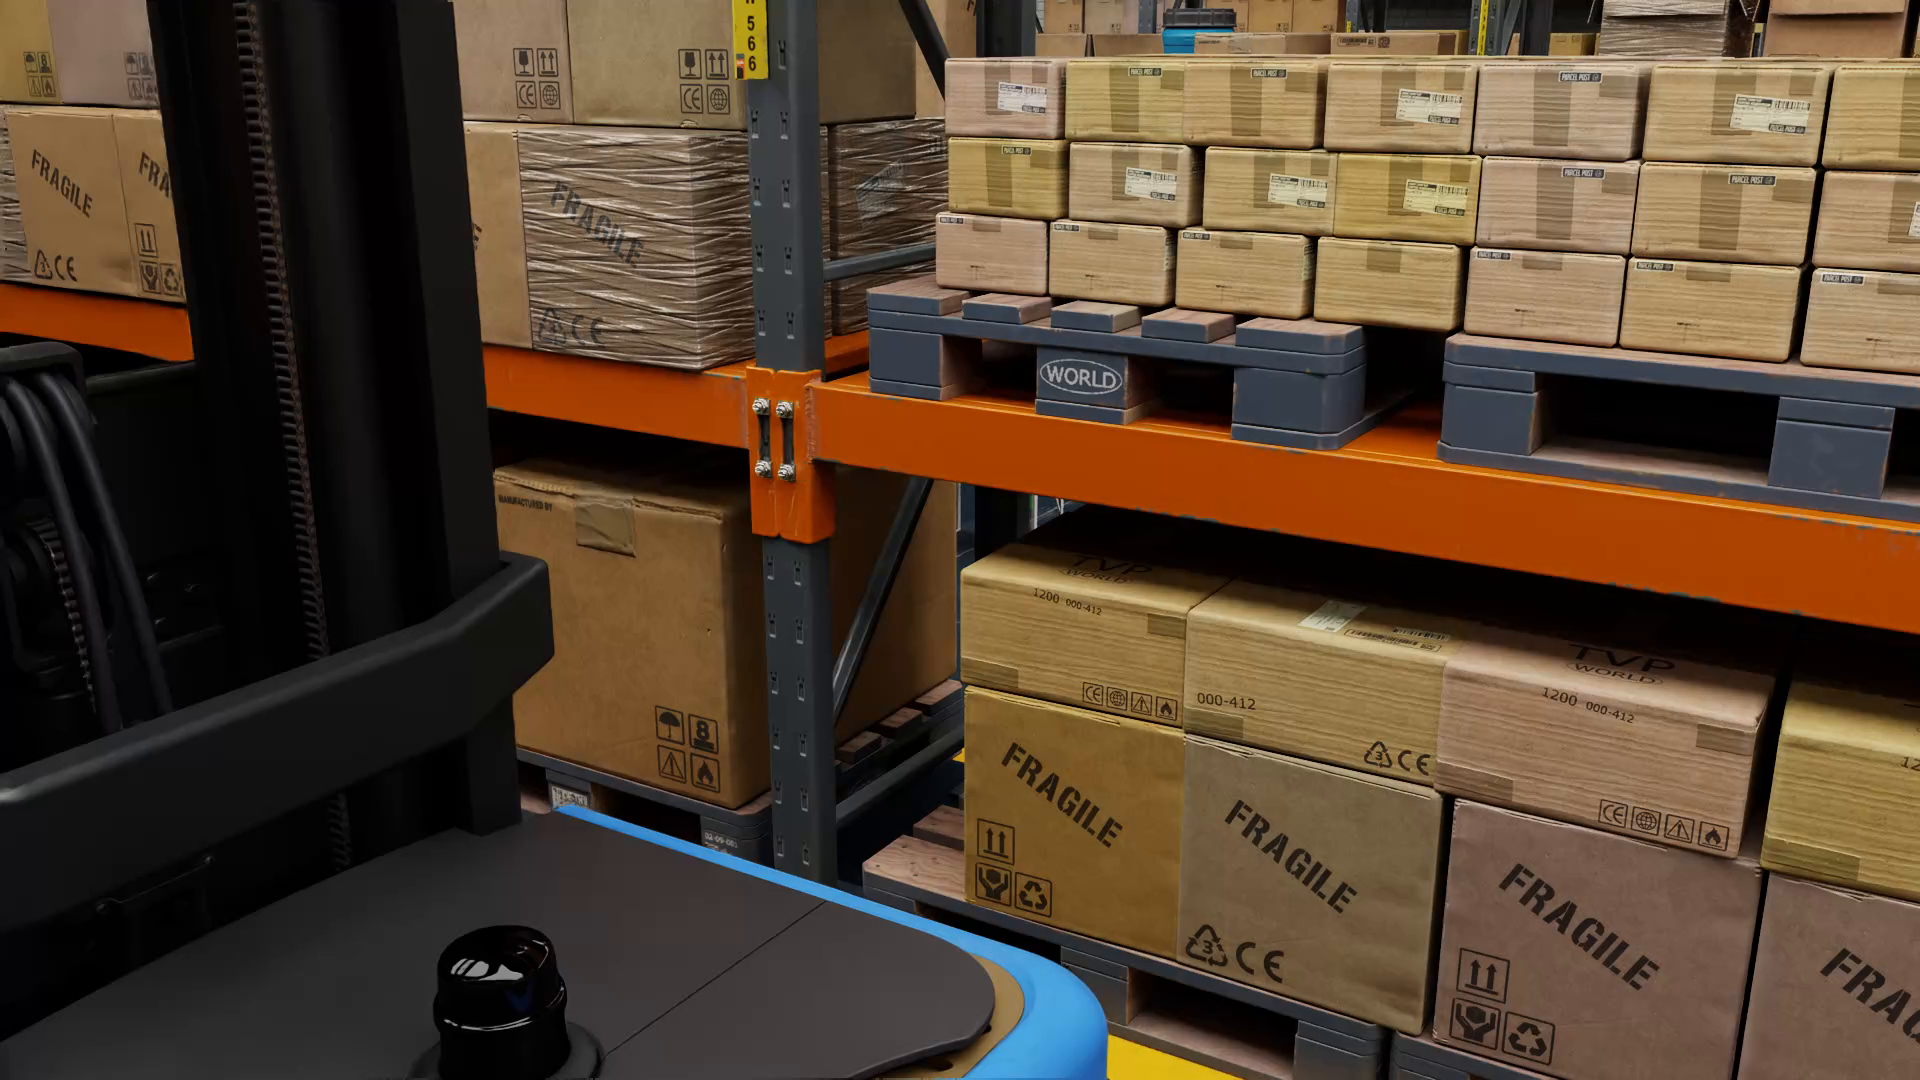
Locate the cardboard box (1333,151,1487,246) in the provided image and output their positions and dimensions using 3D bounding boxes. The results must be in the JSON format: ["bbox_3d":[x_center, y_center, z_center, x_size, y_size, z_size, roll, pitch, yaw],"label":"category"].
[{"bbox_3d":[0.860,-0.632,2.998,0.250,0.149,0.380,10,20,30],"label":"cardboard box"}]

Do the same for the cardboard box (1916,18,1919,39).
[{"bbox_3d":[11.046,-5.888,19.096,0.500,0.250,0.500,10,19,29],"label":"cardboard box"}]

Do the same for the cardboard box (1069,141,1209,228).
[{"bbox_3d":[0.416,-0.710,3.255,0.250,0.149,0.380,11,20,33],"label":"cardboard box"}]

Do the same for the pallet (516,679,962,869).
[{"bbox_3d":[-0.756,0.545,4.724,1.213,0.211,1.003,10,20,30],"label":"pallet"}]

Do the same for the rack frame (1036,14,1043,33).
[{"bbox_3d":[0.929,-5.534,19.937,0.127,3.000,1.000,10,20,30],"label":"rack frame"}]

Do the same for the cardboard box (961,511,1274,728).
[{"bbox_3d":[0.337,0.150,3.513,0.500,0.250,0.500,9,19,28],"label":"cardboard box"}]

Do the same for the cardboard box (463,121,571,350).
[{"bbox_3d":[-1.072,-0.777,4.106,0.500,0.500,0.500,10,20,30],"label":"cardboard box"}]

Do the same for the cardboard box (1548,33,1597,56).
[{"bbox_3d":[7.815,-6.238,21.328,0.500,0.500,0.700,13,21,36],"label":"cardboard box"}]

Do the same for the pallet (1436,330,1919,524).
[{"bbox_3d":[1.585,-0.268,2.933,1.213,0.211,1.003,10,20,30],"label":"pallet"}]

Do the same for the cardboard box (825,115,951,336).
[{"bbox_3d":[-0.365,-0.834,4.293,0.500,0.500,0.500,10,20,31],"label":"cardboard box"}]

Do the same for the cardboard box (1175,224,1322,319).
[{"bbox_3d":[0.611,-0.532,3.180,0.250,0.149,0.380,11,20,33],"label":"cardboard box"}]

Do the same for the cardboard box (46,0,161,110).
[{"bbox_3d":[-2.236,-1.557,4.953,0.500,0.500,0.700,10,20,31],"label":"cardboard box"}]

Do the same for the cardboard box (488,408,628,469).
[{"bbox_3d":[-1.342,-0.022,4.942,0.750,0.750,1.050,10,20,31],"label":"cardboard box"}]

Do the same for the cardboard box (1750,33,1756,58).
[{"bbox_3d":[9.439,-5.950,20.379,0.500,0.500,0.700,8,19,25],"label":"cardboard box"}]

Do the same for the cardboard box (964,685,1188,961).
[{"bbox_3d":[0.346,0.515,3.603,0.500,0.500,0.500,9,19,28],"label":"cardboard box"}]

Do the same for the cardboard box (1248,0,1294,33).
[{"bbox_3d":[3.525,-5.736,18.200,0.500,0.500,0.700,10,20,30],"label":"cardboard box"}]

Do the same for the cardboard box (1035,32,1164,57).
[{"bbox_3d":[0.675,-2.482,8.990,0.637,0.503,0.797,13,21,36],"label":"cardboard box"}]

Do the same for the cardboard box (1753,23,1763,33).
[{"bbox_3d":[9.744,-6.203,20.097,0.250,0.149,0.380,7,18,21],"label":"cardboard box"}]

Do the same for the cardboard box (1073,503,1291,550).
[{"bbox_3d":[0.596,0.025,3.927,0.500,0.250,0.500,10,19,29],"label":"cardboard box"}]

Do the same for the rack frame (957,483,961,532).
[{"bbox_3d":[-0.067,-0.586,6.746,0.015,1.200,0.240,10,20,30],"label":"rack frame"}]

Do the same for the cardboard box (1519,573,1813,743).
[{"bbox_3d":[1.457,0.180,3.416,0.500,0.250,0.500,11,20,31],"label":"cardboard box"}]

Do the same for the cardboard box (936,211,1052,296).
[{"bbox_3d":[0.152,-0.613,3.450,0.250,0.149,0.380,10,19,29],"label":"cardboard box"}]

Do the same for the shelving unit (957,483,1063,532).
[{"bbox_3d":[0.141,-0.549,6.624,0.503,1.200,0.258,10,20,30],"label":"shelving unit"}]

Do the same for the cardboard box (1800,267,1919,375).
[{"bbox_3d":[1.504,-0.372,2.656,0.250,0.149,0.380,9,19,28],"label":"cardboard box"}]

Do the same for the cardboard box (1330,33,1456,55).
[{"bbox_3d":[2.077,-2.185,8.018,0.500,0.500,0.500,8,18,23],"label":"cardboard box"}]

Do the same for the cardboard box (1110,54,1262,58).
[{"bbox_3d":[0.534,-1.055,3.880,0.250,0.149,0.380,9,19,28],"label":"cardboard box"}]

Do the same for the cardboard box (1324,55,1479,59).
[{"bbox_3d":[0.970,-0.977,3.621,0.250,0.149,0.380,11,20,32],"label":"cardboard box"}]

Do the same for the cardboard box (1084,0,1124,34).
[{"bbox_3d":[1.816,-6.041,19.205,0.500,0.500,0.700,10,19,29],"label":"cardboard box"}]

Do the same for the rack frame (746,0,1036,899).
[{"bbox_3d":[-0.123,-0.651,3.863,0.127,3.000,1.000,10,20,30],"label":"rack frame"}]

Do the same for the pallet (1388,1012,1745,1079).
[{"bbox_3d":[1.577,0.989,3.264,1.213,0.211,1.003,10,20,30],"label":"pallet"}]

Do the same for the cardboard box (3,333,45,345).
[{"bbox_3d":[-4.031,-0.556,6.485,0.875,0.875,0.875,10,20,31],"label":"cardboard box"}]

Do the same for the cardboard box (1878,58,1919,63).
[{"bbox_3d":[1.856,-0.818,3.100,0.250,0.149,0.380,11,20,32],"label":"cardboard box"}]

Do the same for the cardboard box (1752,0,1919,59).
[{"bbox_3d":[3.727,-2.177,6.988,0.637,0.503,0.797,11,20,31],"label":"cardboard box"}]

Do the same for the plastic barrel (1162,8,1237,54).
[{"bbox_3d":[1.913,-3.805,13.384,0.708,0.901,0.600,10,20,30],"label":"plastic barrel"}]

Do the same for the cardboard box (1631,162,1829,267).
[{"bbox_3d":[1.281,-0.555,2.745,0.250,0.149,0.380,10,20,30],"label":"cardboard box"}]

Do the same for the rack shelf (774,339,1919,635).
[{"bbox_3d":[1.581,-0.002,2.966,4.000,0.370,1.077,10,20,30],"label":"rack shelf"}]

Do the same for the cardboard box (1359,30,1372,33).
[{"bbox_3d":[5.510,-6.598,22.376,0.500,0.500,0.500,9,19,28],"label":"cardboard box"}]

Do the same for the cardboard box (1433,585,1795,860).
[{"bbox_3d":[1.185,0.306,3.001,0.500,0.250,0.500,10,20,30],"label":"cardboard box"}]

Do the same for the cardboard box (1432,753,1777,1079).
[{"bbox_3d":[1.216,0.668,3.101,0.500,0.500,0.500,10,19,29],"label":"cardboard box"}]

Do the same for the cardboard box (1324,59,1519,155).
[{"bbox_3d":[0.831,-0.779,2.970,0.250,0.149,0.380,9,19,28],"label":"cardboard box"}]

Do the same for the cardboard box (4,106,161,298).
[{"bbox_3d":[-2.369,-1.007,4.864,0.500,0.500,0.500,10,20,30],"label":"cardboard box"}]

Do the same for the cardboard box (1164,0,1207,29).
[{"bbox_3d":[2.673,-5.889,18.702,0.500,0.500,0.700,10,20,30],"label":"cardboard box"}]

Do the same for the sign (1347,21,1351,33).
[{"bbox_3d":[4.048,-5.240,17.344,0.005,0.325,0.100,10,20,30],"label":"sign"}]

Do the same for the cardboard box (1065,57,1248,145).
[{"bbox_3d":[0.399,-0.858,3.230,0.250,0.149,0.380,10,19,29],"label":"cardboard box"}]

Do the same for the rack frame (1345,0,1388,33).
[{"bbox_3d":[4.337,-4.925,17.934,0.127,3.000,1.000,10,20,30],"label":"rack frame"}]

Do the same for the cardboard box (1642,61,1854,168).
[{"bbox_3d":[1.290,-0.698,2.705,0.250,0.149,0.380,11,20,32],"label":"cardboard box"}]

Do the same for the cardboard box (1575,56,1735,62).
[{"bbox_3d":[1.402,-0.899,3.365,0.250,0.149,0.380,10,20,30],"label":"cardboard box"}]

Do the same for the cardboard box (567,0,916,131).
[{"bbox_3d":[-0.501,-1.248,3.936,0.500,0.500,0.700,10,20,30],"label":"cardboard box"}]

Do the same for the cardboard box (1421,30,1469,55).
[{"bbox_3d":[6.362,-6.445,21.870,0.500,0.500,0.500,10,20,30],"label":"cardboard box"}]

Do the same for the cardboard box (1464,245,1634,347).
[{"bbox_3d":[1.070,-0.451,2.915,0.250,0.149,0.380,11,20,32],"label":"cardboard box"}]

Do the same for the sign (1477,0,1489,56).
[{"bbox_3d":[2.282,-2.244,7.252,0.005,0.325,0.100,10,20,30],"label":"sign"}]
